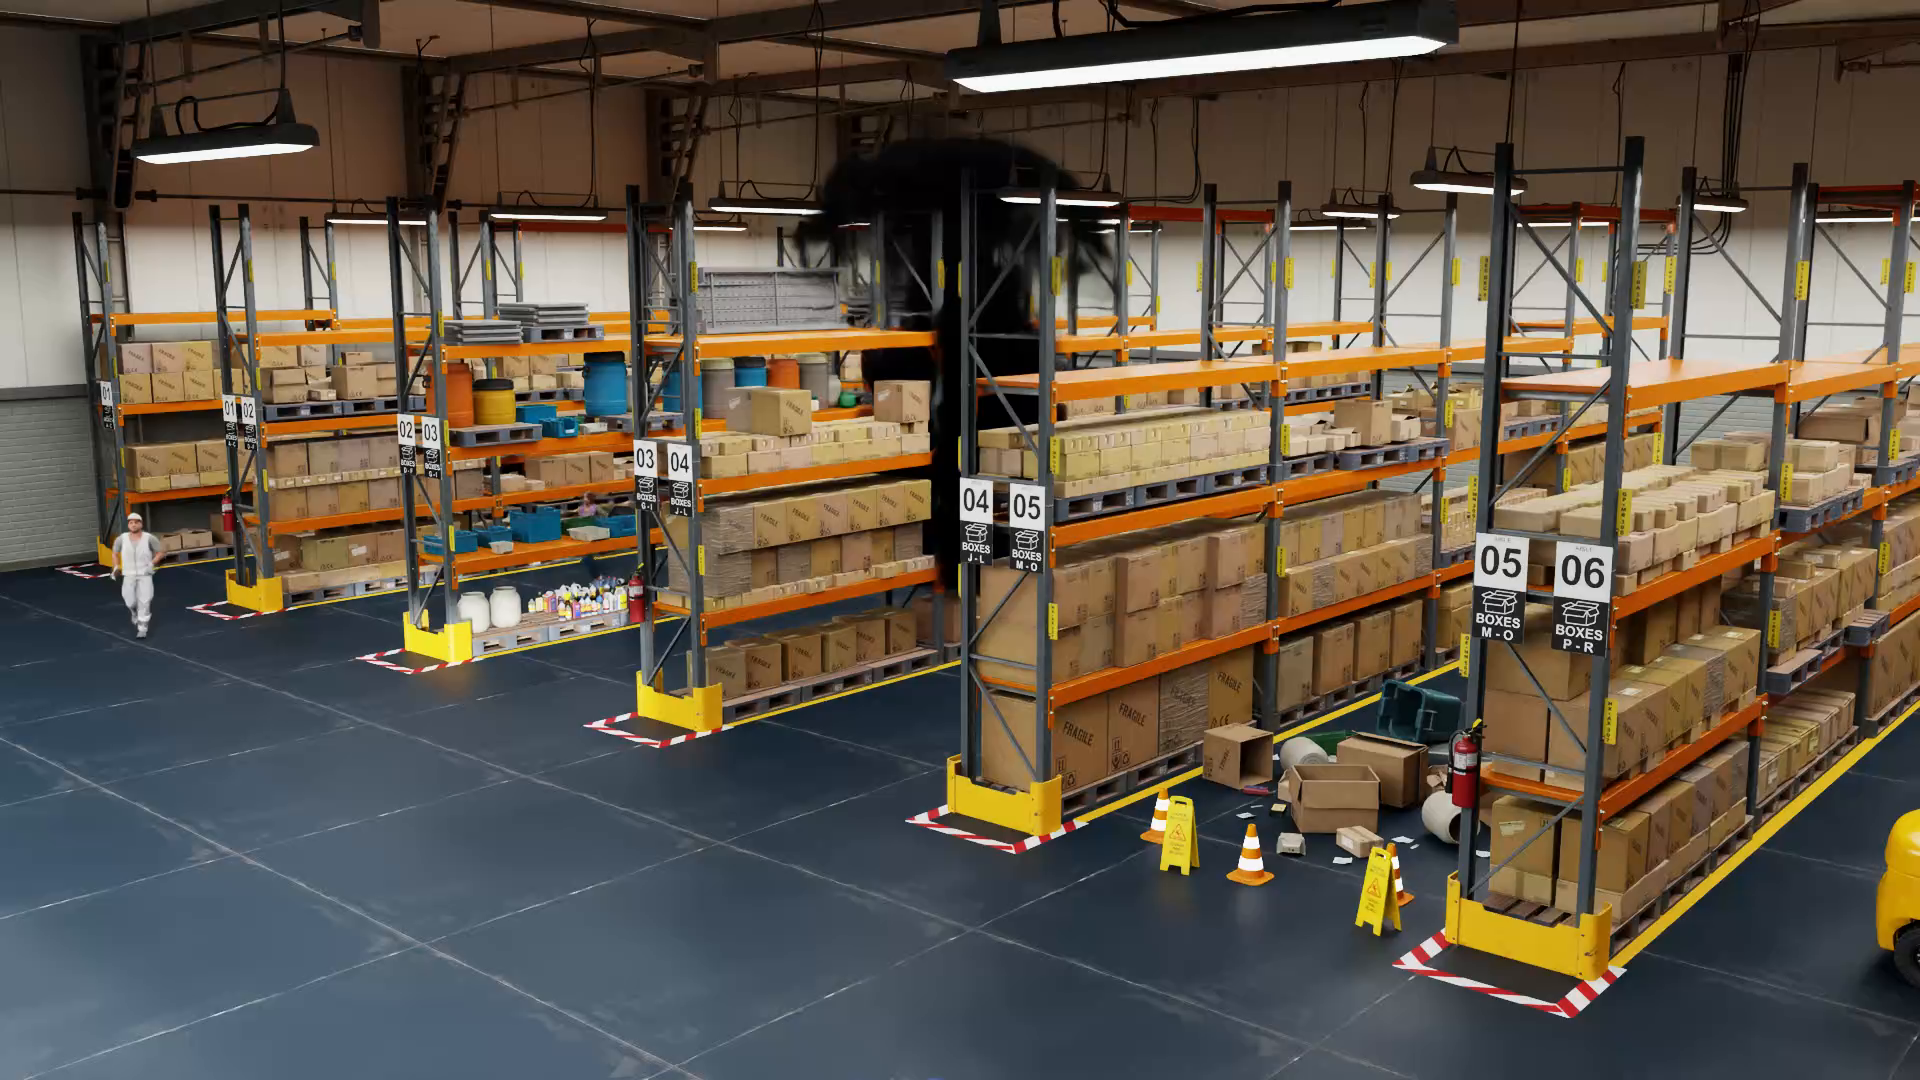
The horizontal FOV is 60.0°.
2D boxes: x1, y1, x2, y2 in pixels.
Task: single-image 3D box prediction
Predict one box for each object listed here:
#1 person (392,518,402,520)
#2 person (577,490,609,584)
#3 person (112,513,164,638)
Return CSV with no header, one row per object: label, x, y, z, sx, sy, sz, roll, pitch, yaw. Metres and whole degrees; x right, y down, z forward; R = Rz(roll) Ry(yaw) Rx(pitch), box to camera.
person,-9.733,-0.501,28.841,0.712,1.776,1.037,7,12,37
person,-5.885,-0.006,26.452,0.510,1.578,0.644,5,11,30
person,-11.420,0.487,23.116,0.660,1.739,0.601,-3,10,-20
